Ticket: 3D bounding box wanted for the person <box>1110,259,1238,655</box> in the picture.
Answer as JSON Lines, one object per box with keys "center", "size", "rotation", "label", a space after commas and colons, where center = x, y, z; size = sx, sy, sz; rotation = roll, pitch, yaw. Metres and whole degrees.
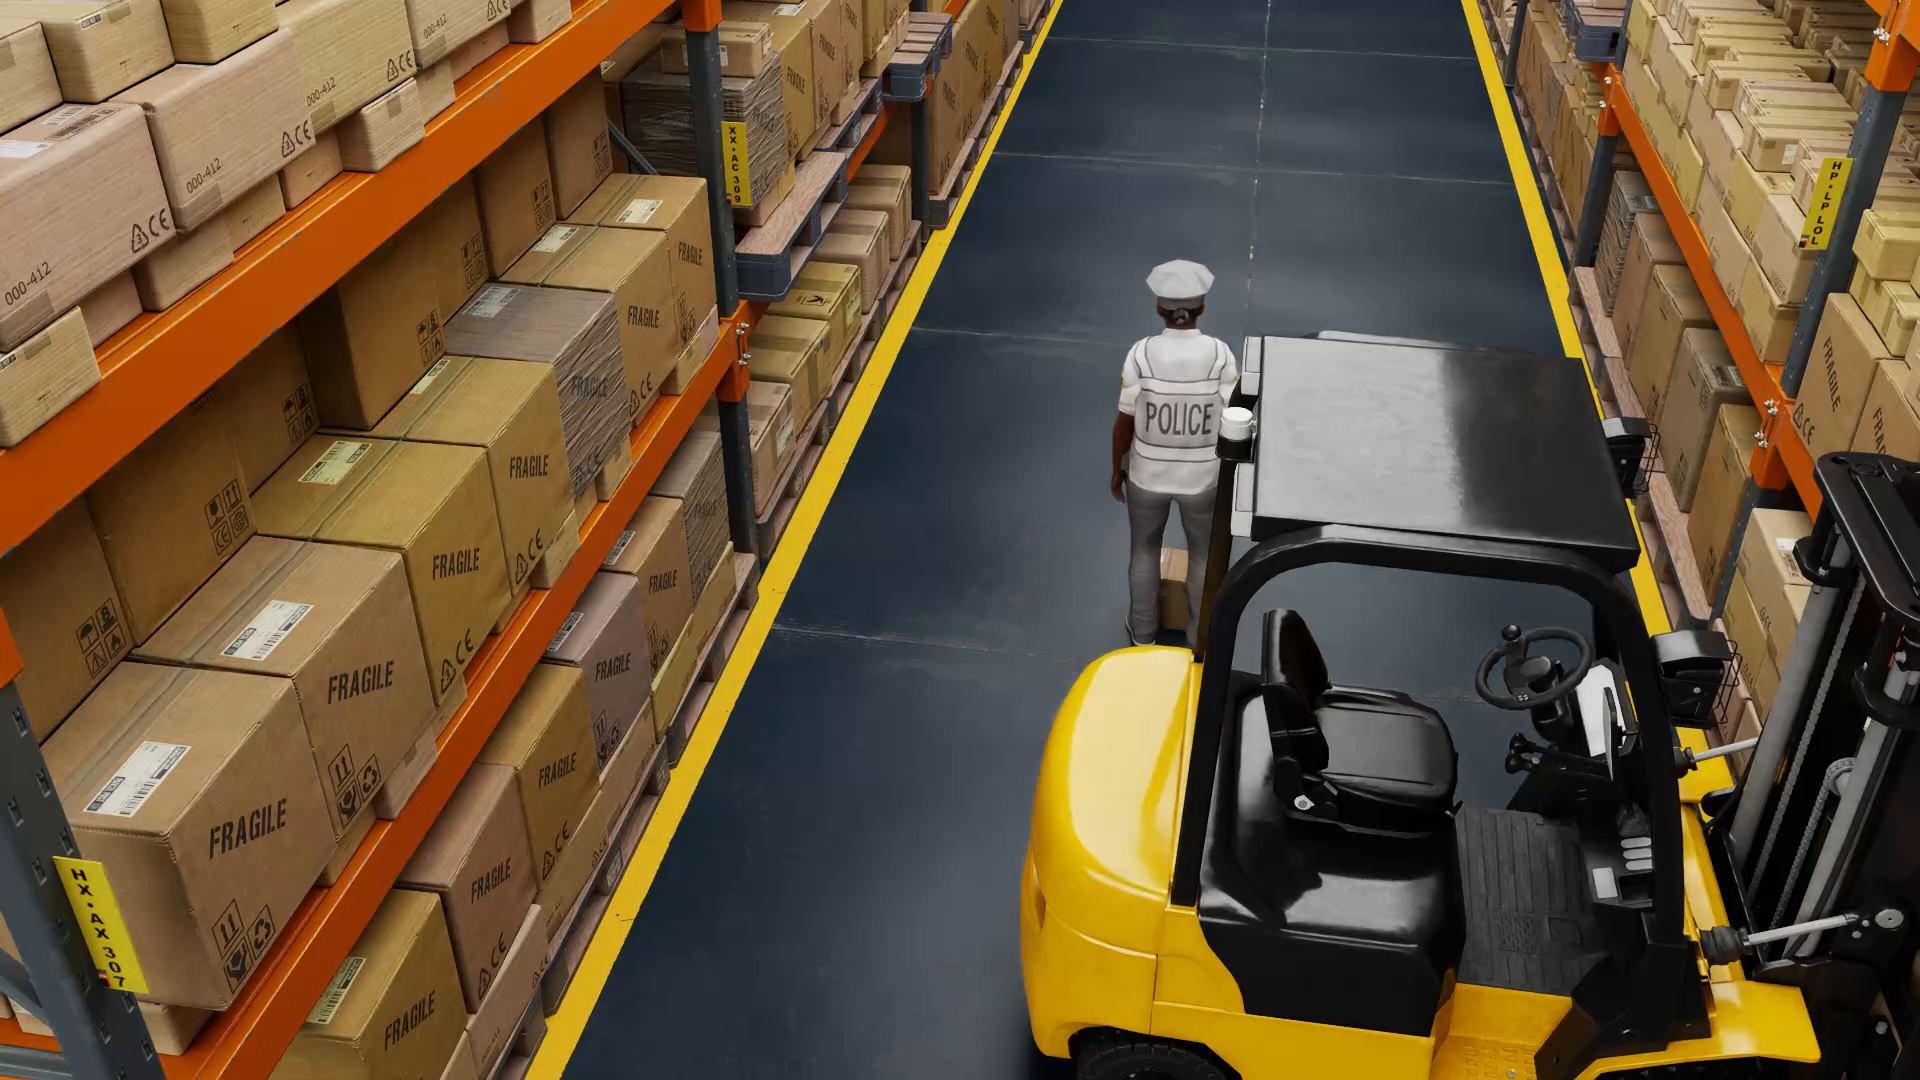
{"center": [0.857, -0.266, 6.560], "size": [0.527, 1.653, 0.428], "rotation": [3, 33, 5], "label": "person"}
